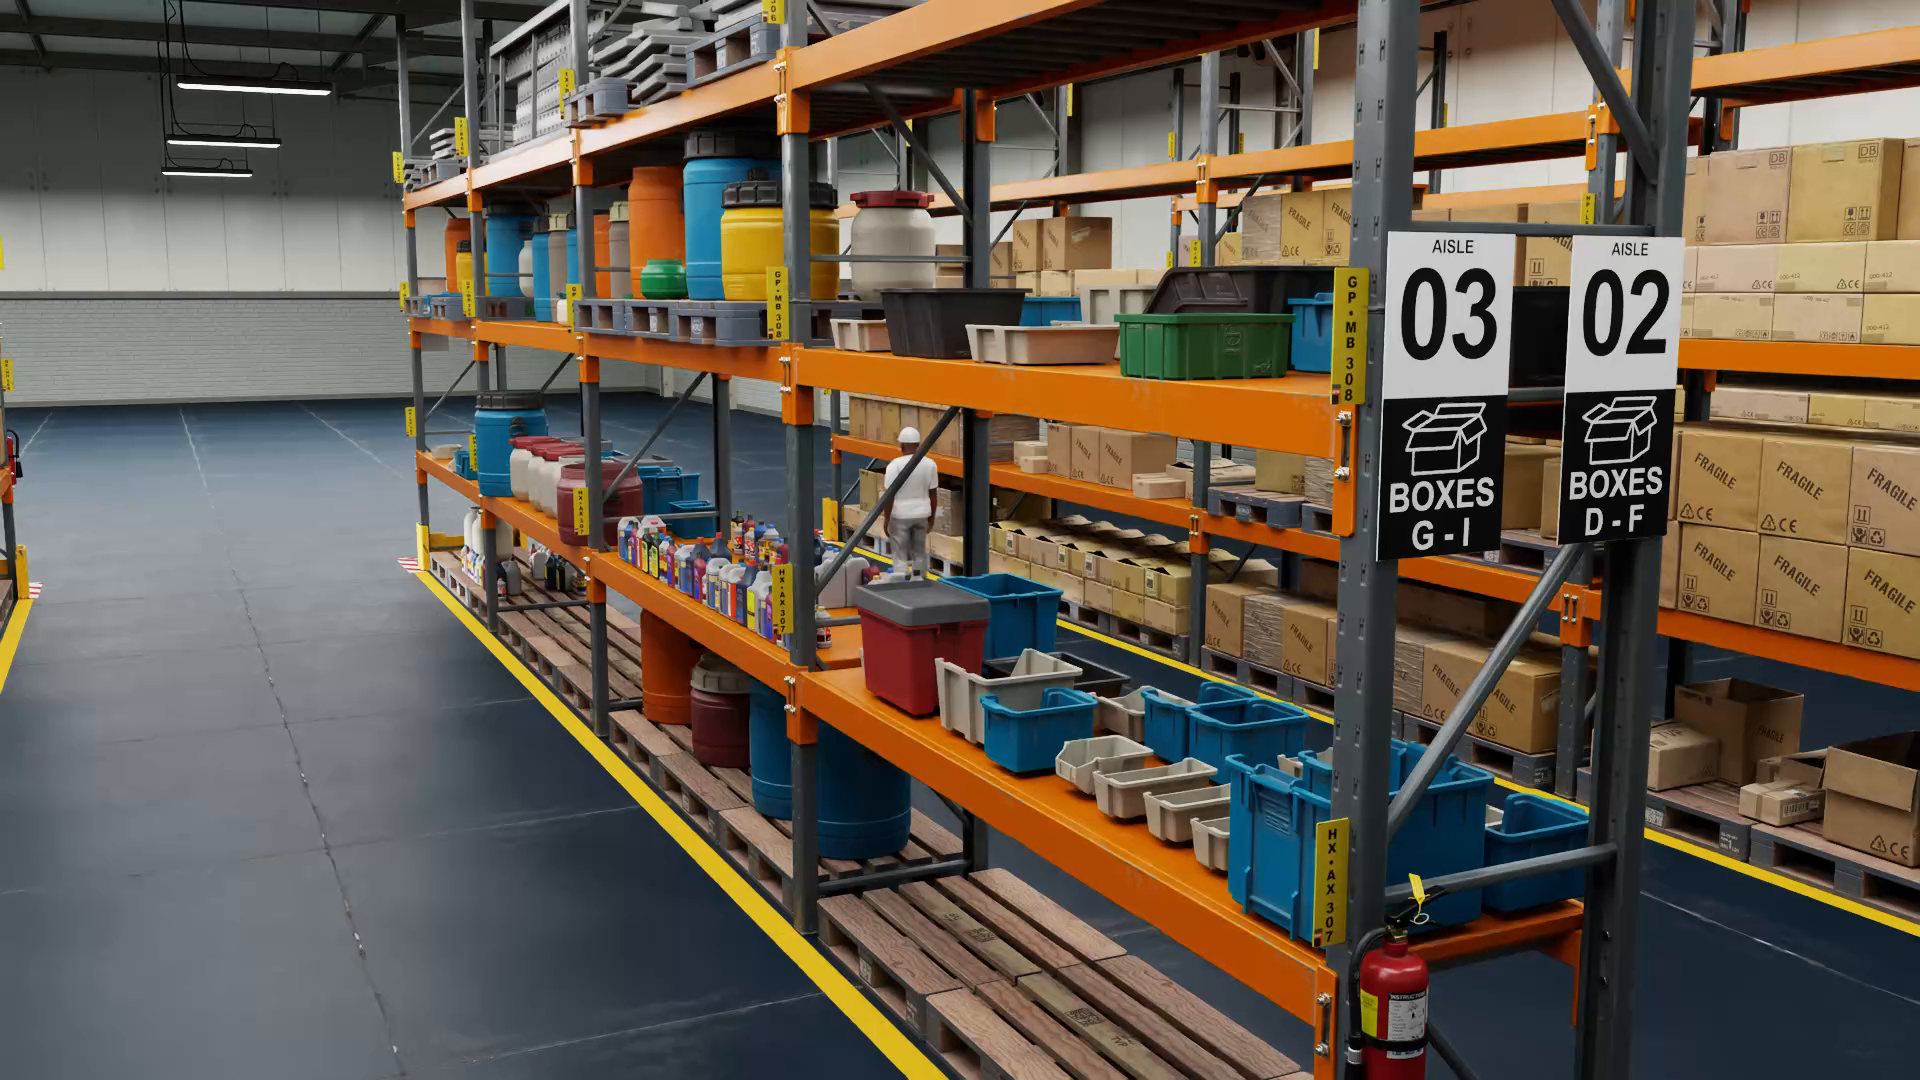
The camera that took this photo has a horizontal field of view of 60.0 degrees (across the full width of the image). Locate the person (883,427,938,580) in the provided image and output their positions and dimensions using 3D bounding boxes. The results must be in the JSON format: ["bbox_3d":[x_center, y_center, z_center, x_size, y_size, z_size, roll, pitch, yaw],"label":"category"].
[{"bbox_3d":[-0.500,-0.185,16.236,0.571,1.834,0.450,-4,9,-25],"label":"person"}]
